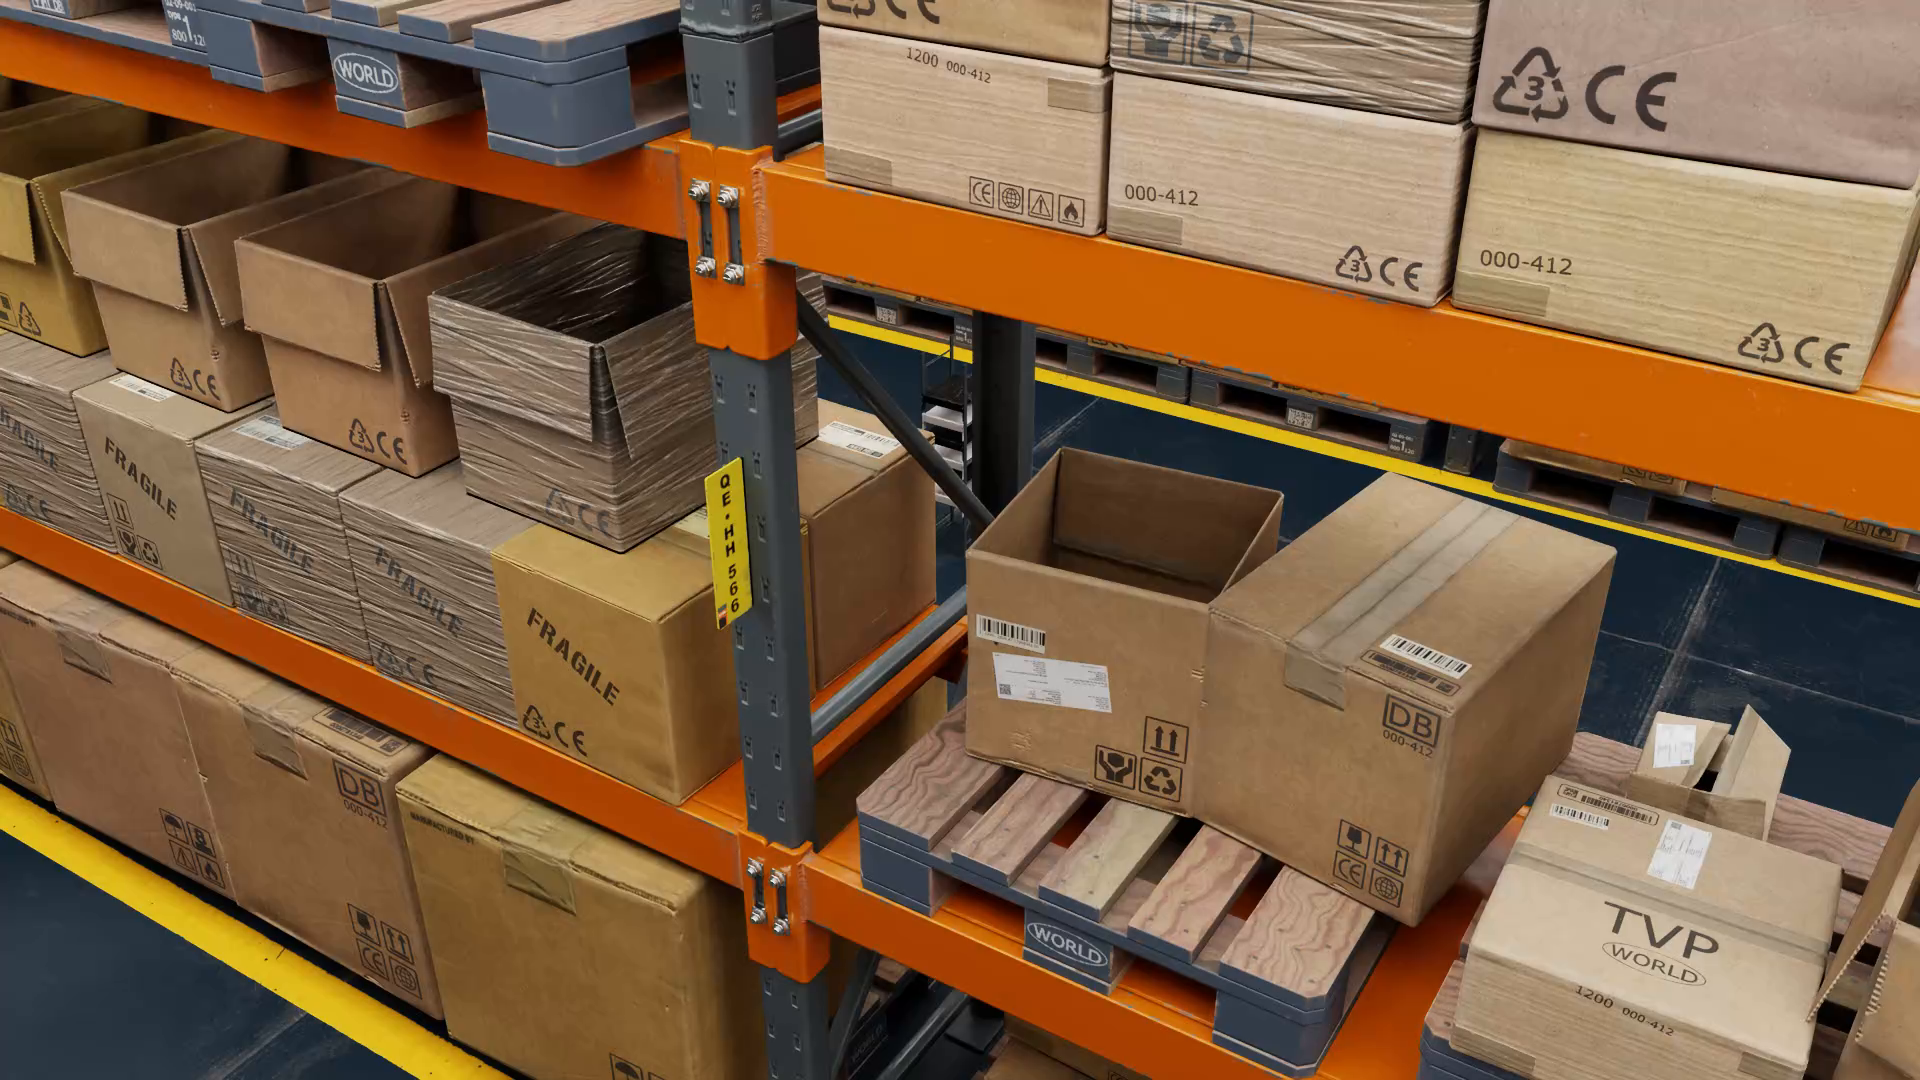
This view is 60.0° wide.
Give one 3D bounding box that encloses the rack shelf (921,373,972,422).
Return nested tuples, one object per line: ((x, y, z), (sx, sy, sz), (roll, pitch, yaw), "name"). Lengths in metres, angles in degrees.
((-0.007, -0.595, 6.908), (0.200, 0.077, 0.258), (18, 35, 27), "rack shelf")

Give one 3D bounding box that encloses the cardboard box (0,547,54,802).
((-2.974, 0.100, 5.794), (0.875, 0.875, 1.225), (18, 35, 27), "cardboard box")

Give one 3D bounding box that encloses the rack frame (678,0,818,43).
((-0.139, -2.319, 2.296), (0.127, 3.000, 1.000), (18, 35, 27), "rack frame")

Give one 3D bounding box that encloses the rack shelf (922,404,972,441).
((-0.007, -0.518, 6.953), (0.200, 0.077, 0.258), (18, 35, 27), "rack shelf")

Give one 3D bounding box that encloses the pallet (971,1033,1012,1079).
((0.522, 1.686, 4.150), (1.213, 0.211, 1.003), (18, 35, 27), "pallet")

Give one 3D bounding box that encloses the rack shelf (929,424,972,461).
((-0.007, -0.440, 6.998), (0.200, 0.077, 0.258), (18, 35, 27), "rack shelf")

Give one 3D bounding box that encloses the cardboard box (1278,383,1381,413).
((1.887, -0.984, 8.025), (0.500, 0.500, 0.500), (17, 34, 27), "cardboard box")

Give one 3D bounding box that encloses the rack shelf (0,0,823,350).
((-1.833, -1.249, 4.151), (4.000, 0.370, 1.077), (18, 35, 27), "rack shelf")

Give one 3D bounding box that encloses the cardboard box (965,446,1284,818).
((0.340, 0.175, 3.458), (0.500, 0.500, 0.500), (13, 33, 21), "cardboard box")

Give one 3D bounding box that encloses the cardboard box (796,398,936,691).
((-0.406, -0.018, 4.204), (0.500, 0.500, 0.500), (19, 35, 29), "cardboard box")

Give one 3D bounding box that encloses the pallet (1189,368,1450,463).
((1.923, -0.824, 8.452), (1.213, 0.211, 1.003), (18, 35, 27), "pallet")

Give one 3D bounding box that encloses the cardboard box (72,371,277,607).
((-1.980, -0.208, 4.531), (0.500, 0.500, 0.500), (18, 35, 28), "cardboard box")

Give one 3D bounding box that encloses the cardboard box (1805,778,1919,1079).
((1.732, 0.692, 2.567), (0.637, 0.503, 0.797), (22, 37, 32), "cardboard box")

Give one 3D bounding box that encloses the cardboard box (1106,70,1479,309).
((0.558, -0.587, 2.451), (0.500, 0.250, 0.500), (18, 35, 29), "cardboard box")

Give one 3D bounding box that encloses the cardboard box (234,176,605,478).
((-1.300, -0.583, 4.178), (0.637, 0.503, 0.797), (18, 35, 28), "cardboard box")

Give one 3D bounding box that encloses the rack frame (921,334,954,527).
((-0.093, -0.418, 7.074), (0.006, 0.900, 0.240), (18, 35, 27), "rack frame")

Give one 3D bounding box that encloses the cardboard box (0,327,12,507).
((-2.844, -0.479, 4.995), (0.500, 0.500, 0.500), (18, 35, 27), "cardboard box")

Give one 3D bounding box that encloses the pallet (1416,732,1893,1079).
((1.560, 0.868, 2.977), (1.213, 0.211, 1.003), (18, 35, 27), "pallet")

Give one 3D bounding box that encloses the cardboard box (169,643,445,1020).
((-1.463, 0.572, 4.984), (0.875, 0.875, 1.225), (18, 35, 27), "cardboard box")

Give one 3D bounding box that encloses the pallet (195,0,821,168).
((-0.712, -1.092, 3.356), (1.003, 0.211, 1.213), (19, 35, 30), "pallet")

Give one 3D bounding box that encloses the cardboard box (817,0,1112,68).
((0.123, -1.047, 2.496), (0.500, 0.500, 0.500), (18, 35, 28), "cardboard box")

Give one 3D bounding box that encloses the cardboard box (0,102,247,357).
((-2.406, -0.920, 4.755), (0.637, 0.503, 0.797), (18, 35, 28), "cardboard box")

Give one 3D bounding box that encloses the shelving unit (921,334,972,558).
((-0.007, -0.391, 7.027), (0.210, 0.900, 0.258), (18, 35, 27), "shelving unit")

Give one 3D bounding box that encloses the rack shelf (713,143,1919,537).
((1.555, -0.177, 2.314), (4.000, 0.370, 1.077), (18, 35, 27), "rack shelf")

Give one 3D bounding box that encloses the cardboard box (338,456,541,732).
((-1.108, 0.066, 4.061), (0.500, 0.500, 0.500), (17, 34, 27), "cardboard box")

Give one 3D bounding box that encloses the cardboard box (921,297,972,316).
((0.130, -1.539, 8.975), (0.500, 0.500, 0.500), (19, 35, 29), "cardboard box")

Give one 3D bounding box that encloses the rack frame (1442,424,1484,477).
((2.584, -1.818, 7.390), (0.127, 3.000, 1.000), (18, 35, 27), "rack frame")

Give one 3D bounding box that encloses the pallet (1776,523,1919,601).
((4.241, -0.043, 7.114), (1.213, 0.211, 1.003), (18, 35, 27), "pallet")

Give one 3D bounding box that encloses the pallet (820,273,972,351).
((-0.144, -1.477, 9.573), (1.213, 0.211, 1.003), (18, 35, 27), "pallet")

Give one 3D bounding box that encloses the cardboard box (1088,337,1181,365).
((0.993, -1.260, 8.497), (0.500, 0.500, 0.500), (16, 34, 25), "cardboard box")

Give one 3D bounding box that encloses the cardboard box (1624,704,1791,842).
((1.417, 0.480, 3.167), (0.258, 0.266, 0.396), (17, 34, 26), "cardboard box")

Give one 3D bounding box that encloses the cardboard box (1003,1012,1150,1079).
((0.445, 1.004, 3.852), (0.500, 0.250, 0.500), (19, 35, 29), "cardboard box")

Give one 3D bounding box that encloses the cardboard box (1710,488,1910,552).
((3.794, -0.593, 7.106), (0.750, 0.750, 1.050), (18, 35, 28), "cardboard box")

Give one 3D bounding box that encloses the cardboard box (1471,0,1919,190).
((0.980, -0.778, 2.035), (0.500, 0.500, 0.500), (16, 34, 26), "cardboard box")
